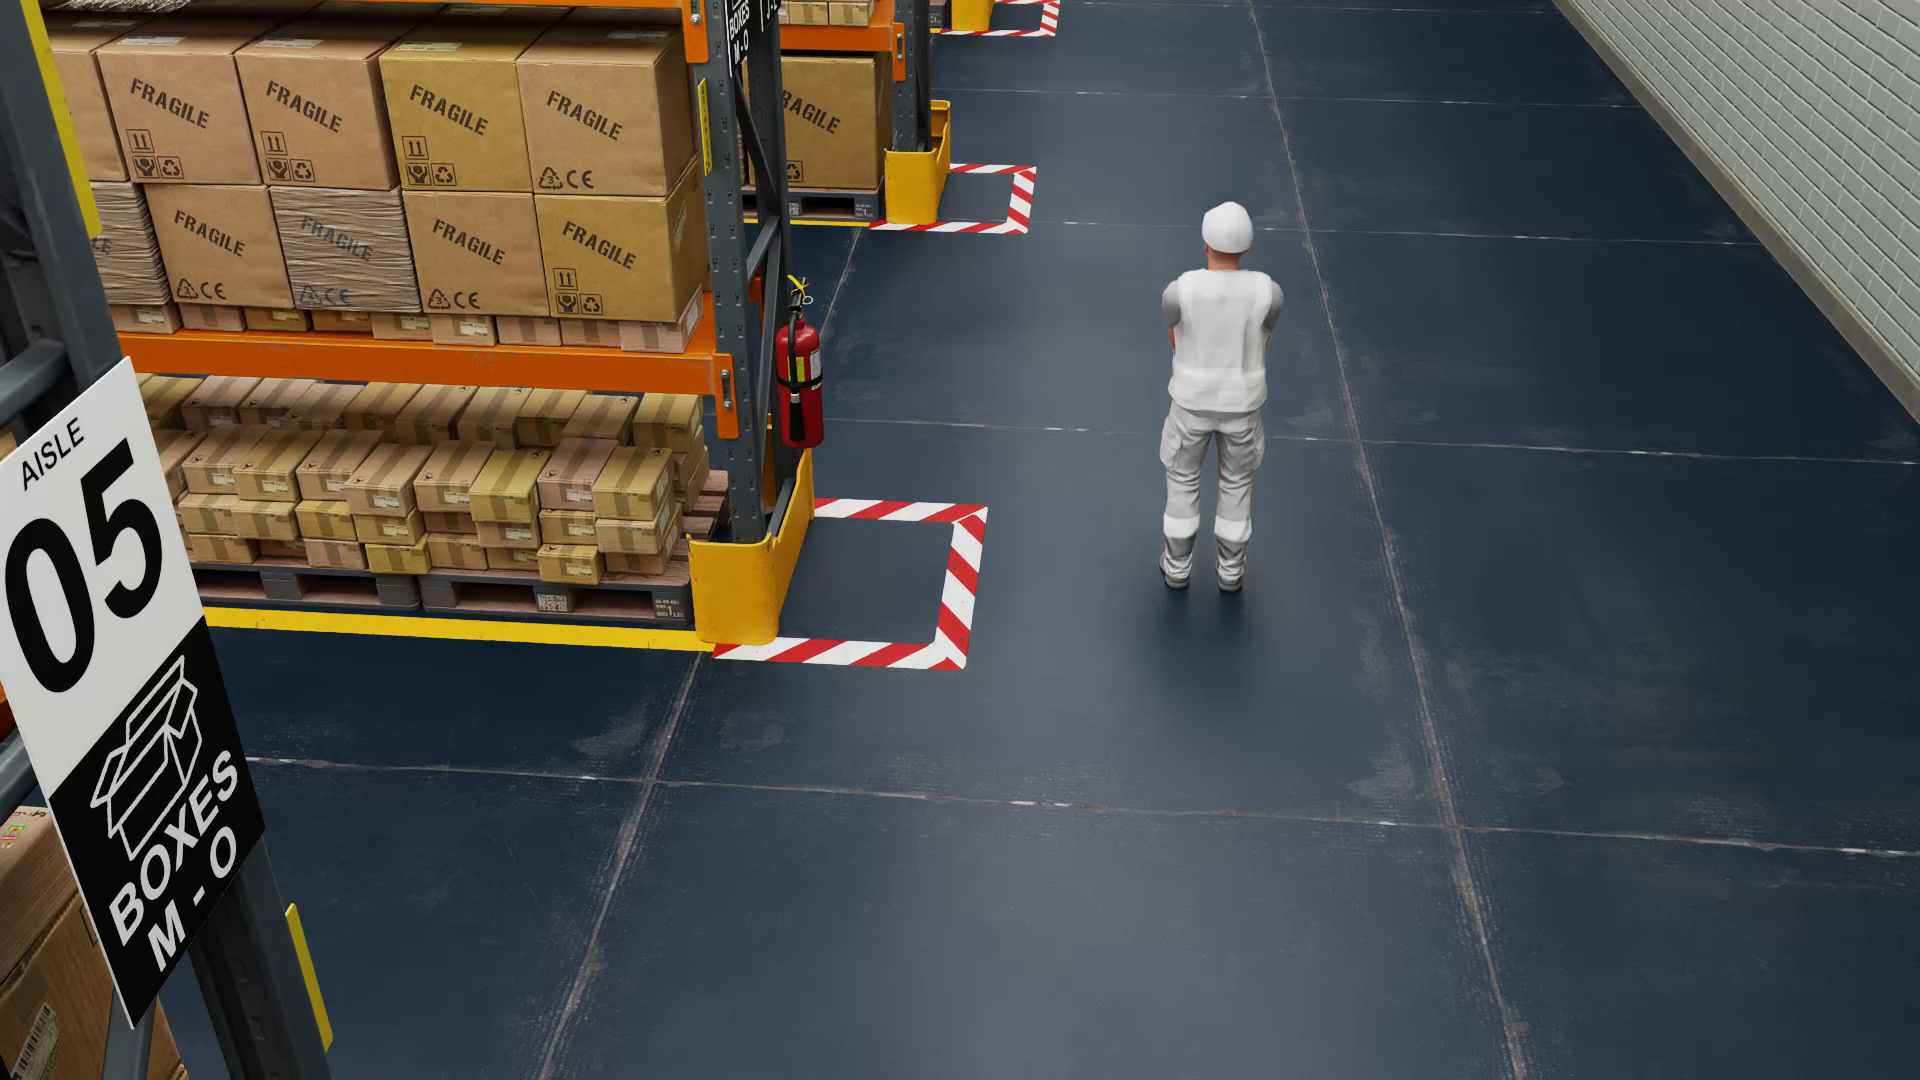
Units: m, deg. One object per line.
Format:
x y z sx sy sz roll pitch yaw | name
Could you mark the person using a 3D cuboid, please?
1.087 -0.643 7.156 0.495 1.786 0.558 3 32 4 | person
